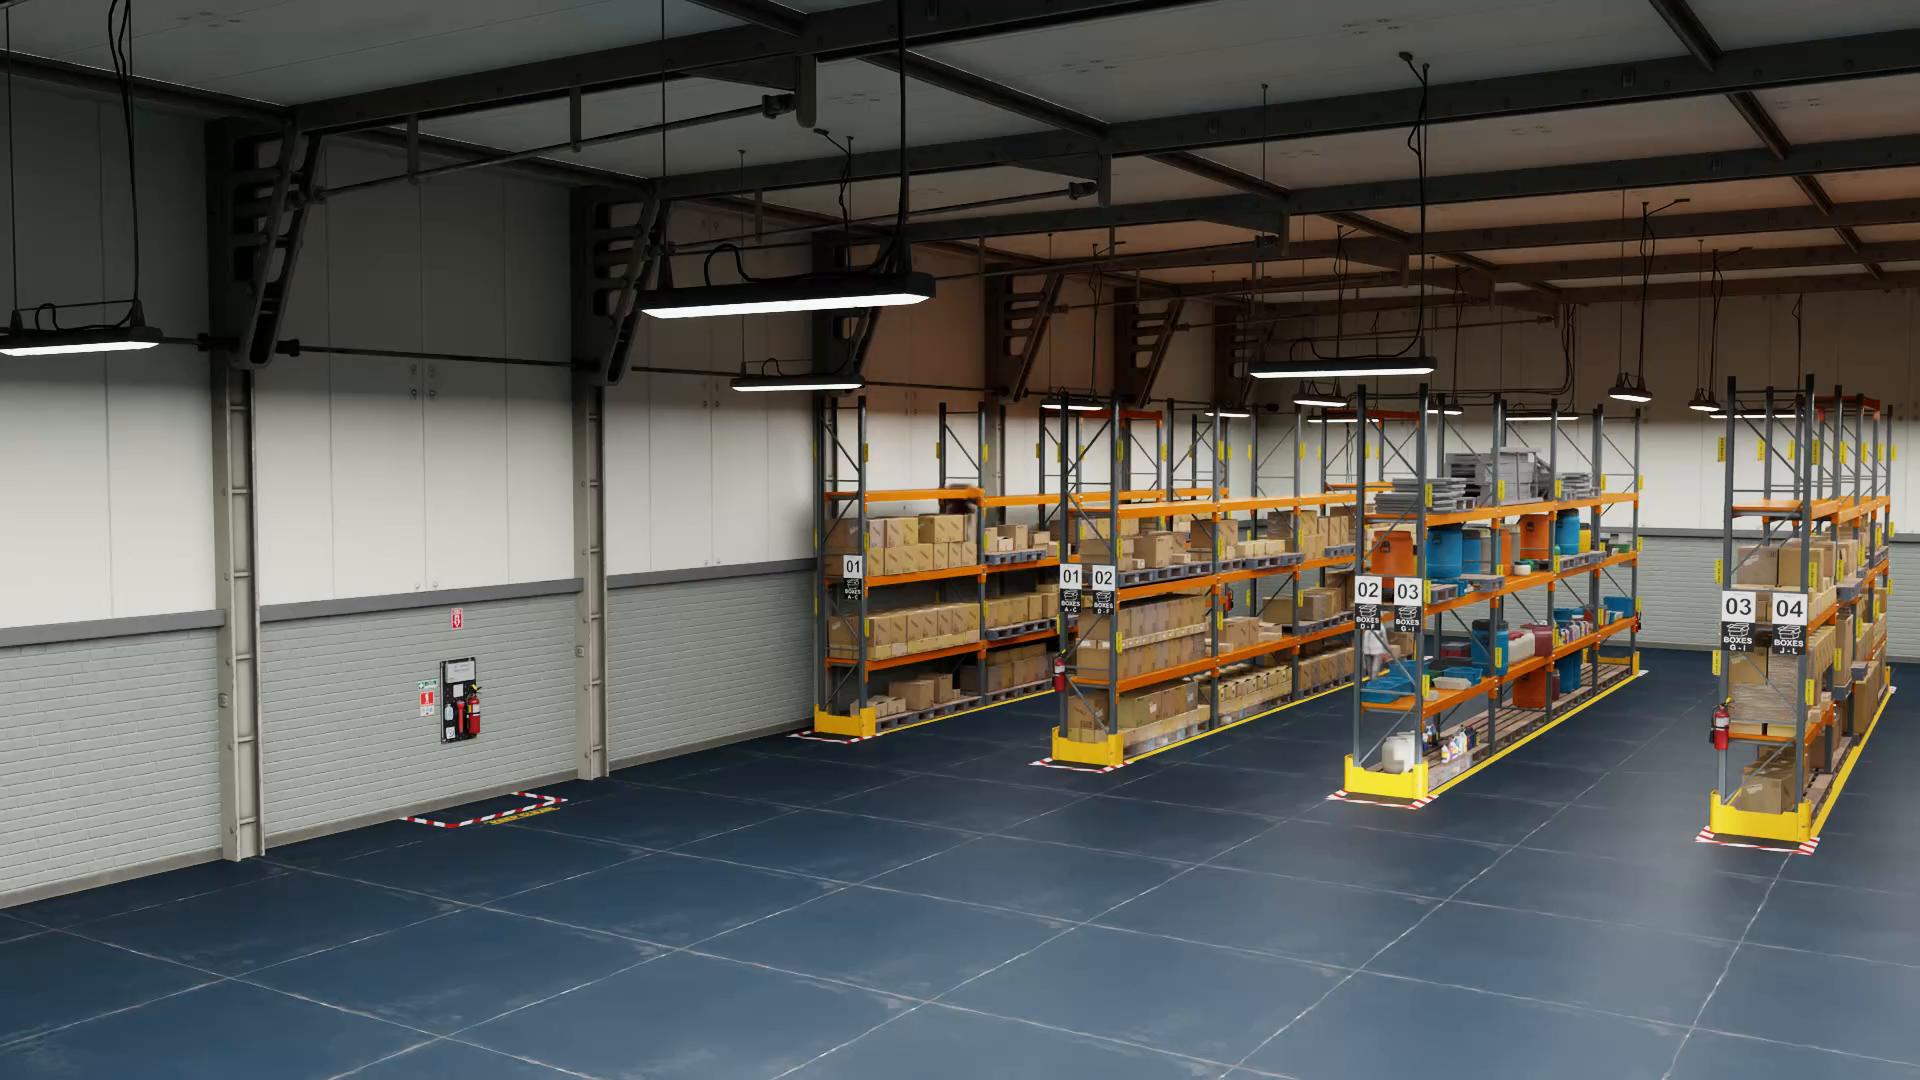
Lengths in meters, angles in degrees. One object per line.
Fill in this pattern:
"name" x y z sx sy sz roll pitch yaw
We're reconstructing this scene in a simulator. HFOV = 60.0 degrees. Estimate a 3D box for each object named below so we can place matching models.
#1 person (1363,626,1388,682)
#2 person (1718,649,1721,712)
"person" 8.498 2.317 34.263 0.626 1.714 1.029 2 4 32
"person" 14.566 2.508 31.347 0.560 1.620 1.028 2 4 37
